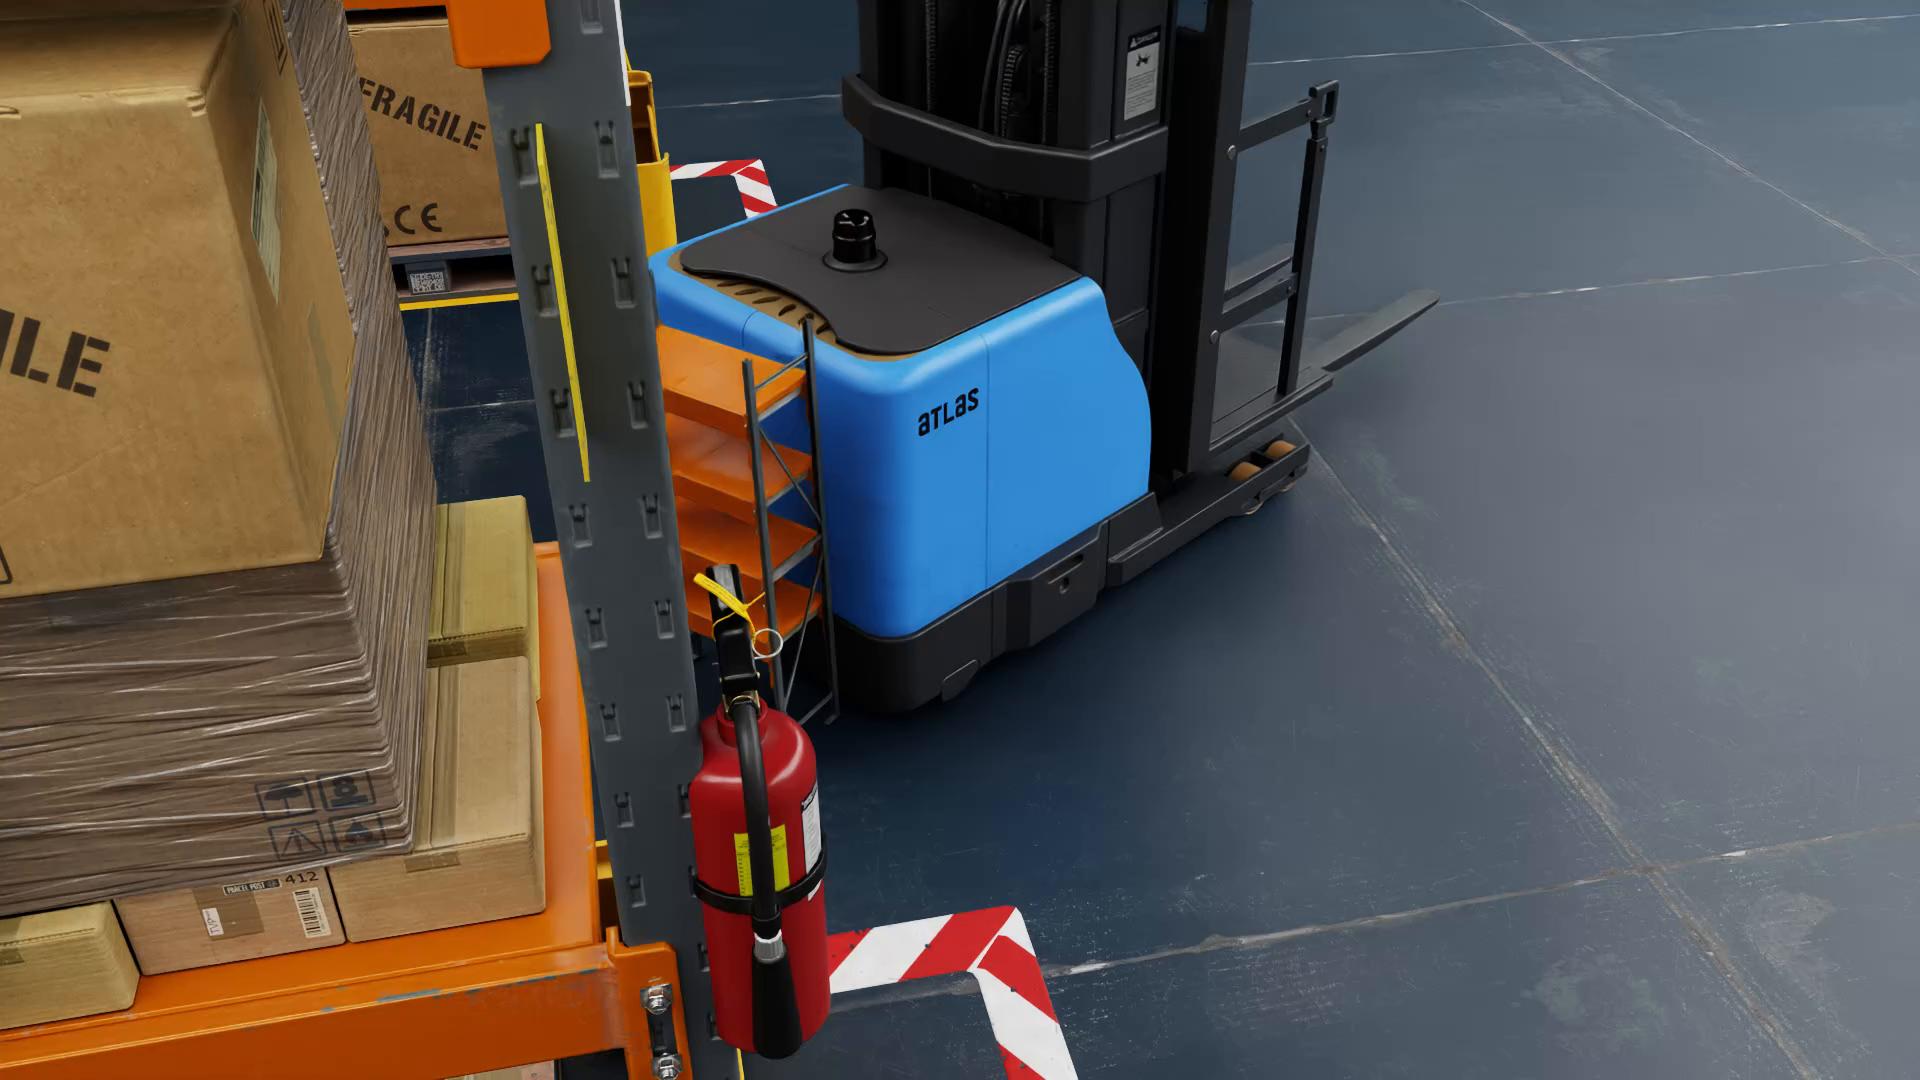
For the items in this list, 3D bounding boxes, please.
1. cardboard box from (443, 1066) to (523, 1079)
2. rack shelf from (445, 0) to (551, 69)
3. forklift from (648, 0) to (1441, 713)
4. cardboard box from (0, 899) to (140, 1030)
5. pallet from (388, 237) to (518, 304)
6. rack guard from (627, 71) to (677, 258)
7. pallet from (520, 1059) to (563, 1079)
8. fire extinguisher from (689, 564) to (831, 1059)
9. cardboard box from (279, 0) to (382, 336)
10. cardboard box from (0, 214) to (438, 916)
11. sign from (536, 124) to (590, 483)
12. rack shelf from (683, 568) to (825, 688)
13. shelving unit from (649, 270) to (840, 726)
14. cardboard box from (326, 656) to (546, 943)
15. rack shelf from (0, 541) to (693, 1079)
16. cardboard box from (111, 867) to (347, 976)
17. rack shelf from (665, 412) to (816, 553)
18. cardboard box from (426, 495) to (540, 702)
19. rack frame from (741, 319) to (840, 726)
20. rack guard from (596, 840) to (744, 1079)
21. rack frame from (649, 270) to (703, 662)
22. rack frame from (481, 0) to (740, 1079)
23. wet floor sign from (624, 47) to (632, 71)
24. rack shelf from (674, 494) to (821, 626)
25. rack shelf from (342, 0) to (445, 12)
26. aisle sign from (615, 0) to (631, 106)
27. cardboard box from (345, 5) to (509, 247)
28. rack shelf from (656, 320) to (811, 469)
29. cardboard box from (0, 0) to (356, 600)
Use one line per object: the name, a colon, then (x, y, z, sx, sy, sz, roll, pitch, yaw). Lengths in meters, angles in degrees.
cardboard box: (-1.087, 1.023, 2.900, 0.500, 0.500, 0.500, -1, 34, -2)
rack shelf: (-2.425, -0.609, 1.420, 4.000, 0.370, 1.077, -7, 35, -11)
forklift: (0.505, -1.479, 4.823, 1.130, 2.935, 3.031, 29, 43, 35)
cardboard box: (-1.183, 0.432, 2.139, 0.250, 0.149, 0.380, -7, 35, -11)
pallet: (-2.232, -1.318, 7.024, 1.213, 0.211, 1.003, -7, 35, -11)
rack guard: (-1.446, -1.582, 7.158, 0.348, 0.500, 1.175, -7, 35, -11)
pallet: (-1.348, 1.339, 3.065, 1.213, 0.211, 1.003, -7, 35, -11)
fire extinguisher: (-0.261, 0.360, 2.091, 0.183, 0.674, 0.296, -7, 35, -11)
cardboard box: (-1.070, -0.569, 2.152, 0.500, 0.500, 0.500, -7, 35, -11)
cardboard box: (-1.016, -0.021, 2.232, 0.500, 0.500, 0.875, -7, 35, -11)
sign: (-0.371, -0.216, 1.558, 0.005, 0.325, 0.100, -7, 35, -11)
rack shelf: (-0.607, 0.184, 4.371, 0.480, 0.148, 0.258, 20, 40, 27)
shelving unit: (-0.610, -0.034, 4.219, 0.503, 1.200, 0.258, 20, 40, 27)
cardboard box: (-0.706, 0.343, 2.272, 0.250, 0.149, 0.380, -7, 35, -11)
rack shelf: (-2.425, 0.636, 2.256, 4.000, 0.370, 1.077, -7, 35, -11)
cardboard box: (-0.950, 0.373, 2.227, 0.250, 0.149, 0.380, -7, 35, -11)
rack shelf: (-0.612, -0.163, 4.129, 0.480, 0.148, 0.258, 20, 40, 27)
cardboard box: (-0.805, 0.101, 2.633, 0.250, 0.149, 0.380, -7, 35, -11)
rack frame: (-0.406, 0.040, 4.108, 0.015, 1.200, 0.240, 20, 40, 27)
rack guard: (-0.548, 1.139, 3.104, 0.348, 0.500, 1.175, -7, 35, -11)
rack frame: (-0.814, -0.109, 4.330, 0.015, 1.200, 0.240, 20, 40, 27)
rack frame: (-0.474, 0.092, 2.422, 0.127, 3.000, 1.000, -7, 35, -11)
wet floor sign: (-1.878, -2.719, 8.722, 0.232, 0.644, 0.267, -13, 36, -19)
rack shelf: (-0.609, 0.021, 4.257, 0.480, 0.148, 0.258, 20, 40, 27)
rack shelf: (-3.420, -2.072, 6.291, 4.000, 0.370, 1.077, -7, 35, -11)
aisle sign: (-0.347, -0.832, 1.466, 0.004, 0.787, 0.394, -7, 35, -11)
cardboard box: (-2.116, -1.789, 6.755, 0.875, 0.875, 0.875, -7, 34, -10)
rack shelf: (-0.615, -0.357, 3.994, 0.480, 0.148, 0.258, 20, 40, 27)
cardboard box: (-0.956, -0.287, 1.731, 0.500, 0.500, 0.500, -7, 35, -11)
